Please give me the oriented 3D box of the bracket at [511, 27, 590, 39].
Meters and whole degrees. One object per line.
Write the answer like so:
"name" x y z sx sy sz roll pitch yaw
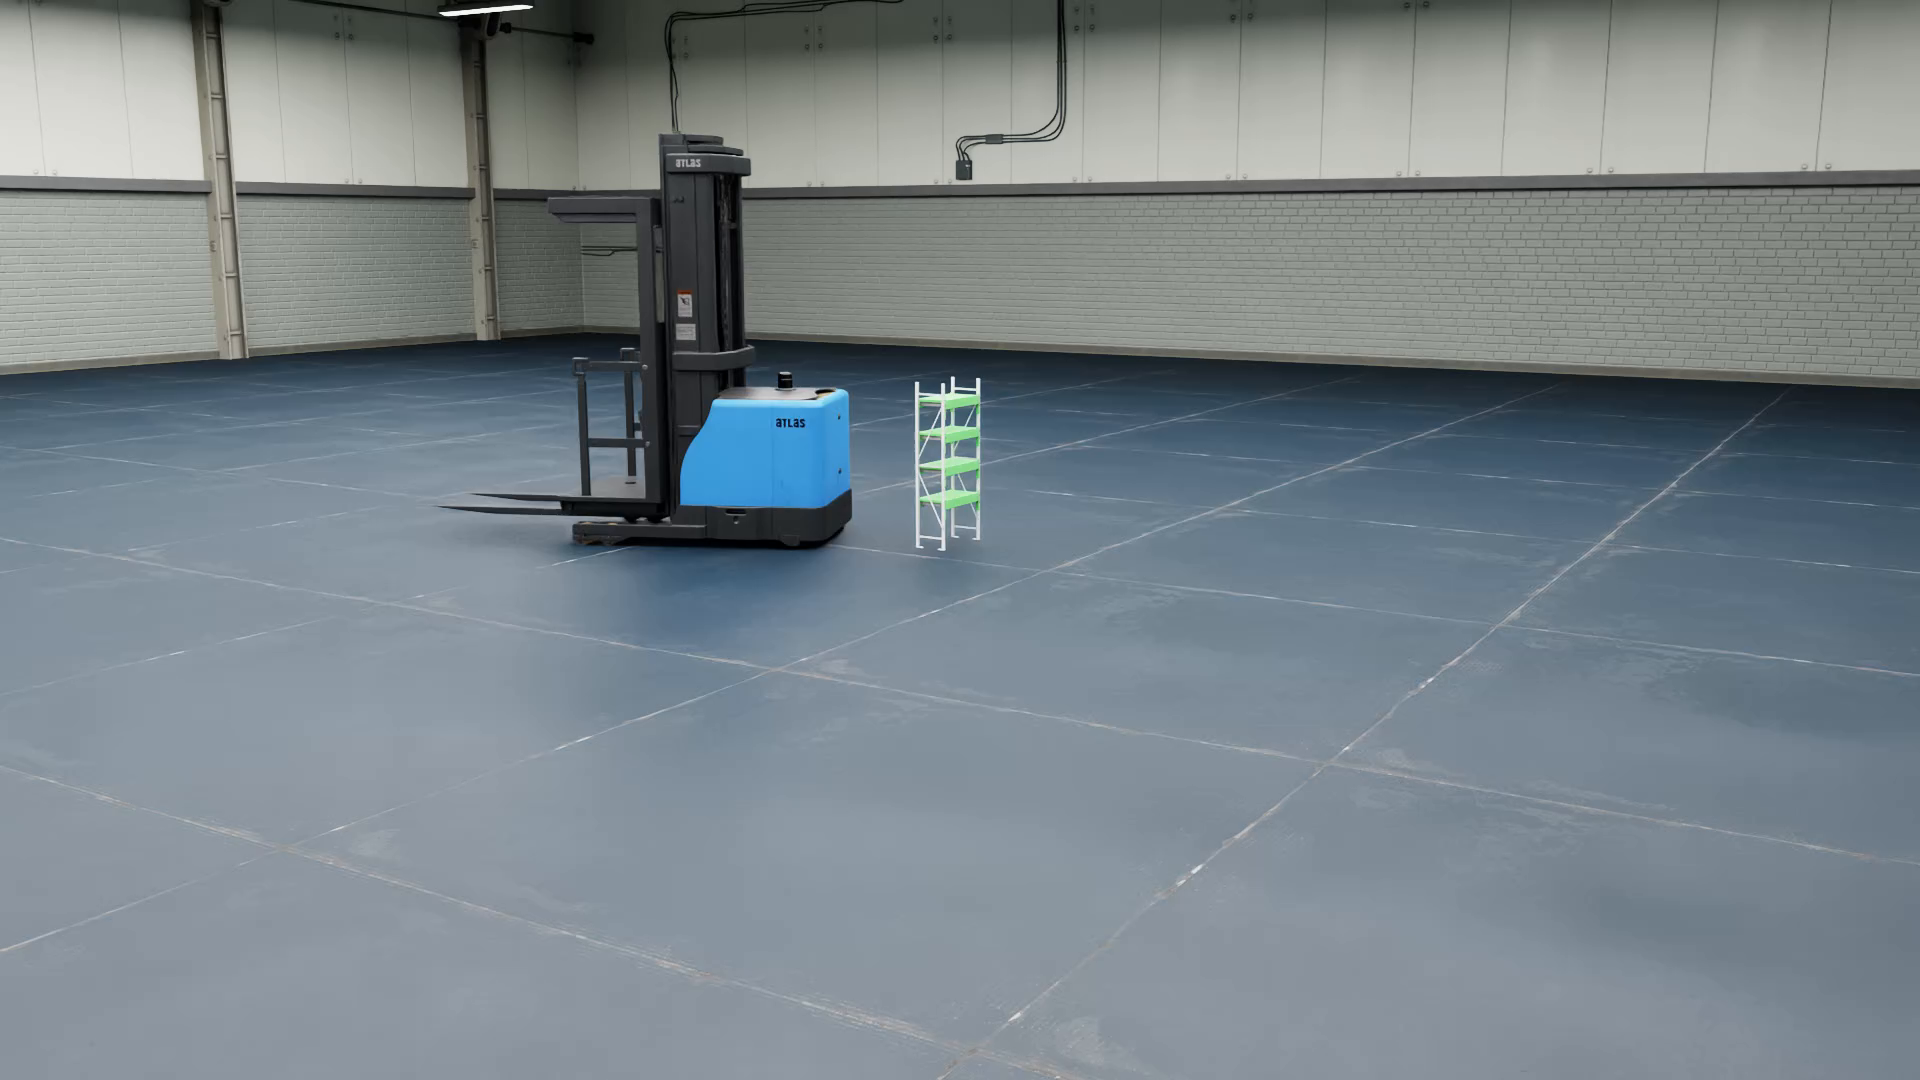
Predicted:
"bracket" -8.403 -10.689 35.229 0.076 0.066 3.189 6 12 31

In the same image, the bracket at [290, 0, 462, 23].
"bracket" -11.095 -9.874 30.872 0.076 0.066 4.783 6 12 31

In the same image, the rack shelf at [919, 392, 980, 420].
"rack shelf" -0.086 -0.973 12.043 0.258 0.148 0.480 6 12 31

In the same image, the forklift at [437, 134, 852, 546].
"forklift" -2.395 -1.496 12.393 3.031 2.935 1.130 2 11 8

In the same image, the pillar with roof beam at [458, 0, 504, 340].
"pillar with roof beam" -6.166 -8.197 31.701 9.100 9.000 0.548 6 12 31

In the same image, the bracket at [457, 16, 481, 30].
"bracket" -9.757 -10.279 33.037 0.235 0.232 0.430 6 12 31

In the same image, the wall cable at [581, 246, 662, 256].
"wall cable" -7.186 -7.419 35.983 3.097 2.526 0.112 6 12 31

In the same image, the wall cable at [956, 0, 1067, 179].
"wall cable" 0.920 -9.708 30.527 2.305 6.003 0.169 6 12 31

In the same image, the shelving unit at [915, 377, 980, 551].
"shelving unit" -0.086 -0.564 12.119 0.258 1.200 0.503 6 12 31

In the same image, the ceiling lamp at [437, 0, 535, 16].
"ceiling lamp" -7.792 -10.416 27.691 2.000 3.185 0.800 6 12 31

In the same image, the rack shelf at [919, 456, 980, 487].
"rack shelf" -0.086 -0.501 12.131 0.258 0.148 0.480 6 12 31

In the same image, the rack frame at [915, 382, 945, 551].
"rack frame" -0.213 -0.525 11.914 0.240 1.200 0.015 6 12 31

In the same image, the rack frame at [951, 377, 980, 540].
"rack frame" 0.041 -0.602 12.324 0.240 1.200 0.015 6 12 31

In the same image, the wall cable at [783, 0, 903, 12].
"wall cable" -2.229 -11.583 32.140 3.097 2.526 0.112 6 12 31

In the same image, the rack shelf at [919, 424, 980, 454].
"rack shelf" -0.086 -0.737 12.087 0.258 0.148 0.480 6 12 31

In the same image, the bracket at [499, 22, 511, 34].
"bracket" -9.326 -10.409 33.734 0.235 0.232 0.430 6 12 31

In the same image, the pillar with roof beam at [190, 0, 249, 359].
"pillar with roof beam" -9.281 -7.254 26.660 9.100 9.000 0.548 6 12 31

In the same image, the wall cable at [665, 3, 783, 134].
"wall cable" -4.874 -9.643 34.138 3.097 2.526 0.112 6 12 31

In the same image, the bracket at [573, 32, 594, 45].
"bracket" -8.096 -10.782 35.725 0.235 0.232 0.430 6 12 31

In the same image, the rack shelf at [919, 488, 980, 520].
"rack shelf" -0.086 -0.265 12.175 0.258 0.148 0.480 6 12 31
